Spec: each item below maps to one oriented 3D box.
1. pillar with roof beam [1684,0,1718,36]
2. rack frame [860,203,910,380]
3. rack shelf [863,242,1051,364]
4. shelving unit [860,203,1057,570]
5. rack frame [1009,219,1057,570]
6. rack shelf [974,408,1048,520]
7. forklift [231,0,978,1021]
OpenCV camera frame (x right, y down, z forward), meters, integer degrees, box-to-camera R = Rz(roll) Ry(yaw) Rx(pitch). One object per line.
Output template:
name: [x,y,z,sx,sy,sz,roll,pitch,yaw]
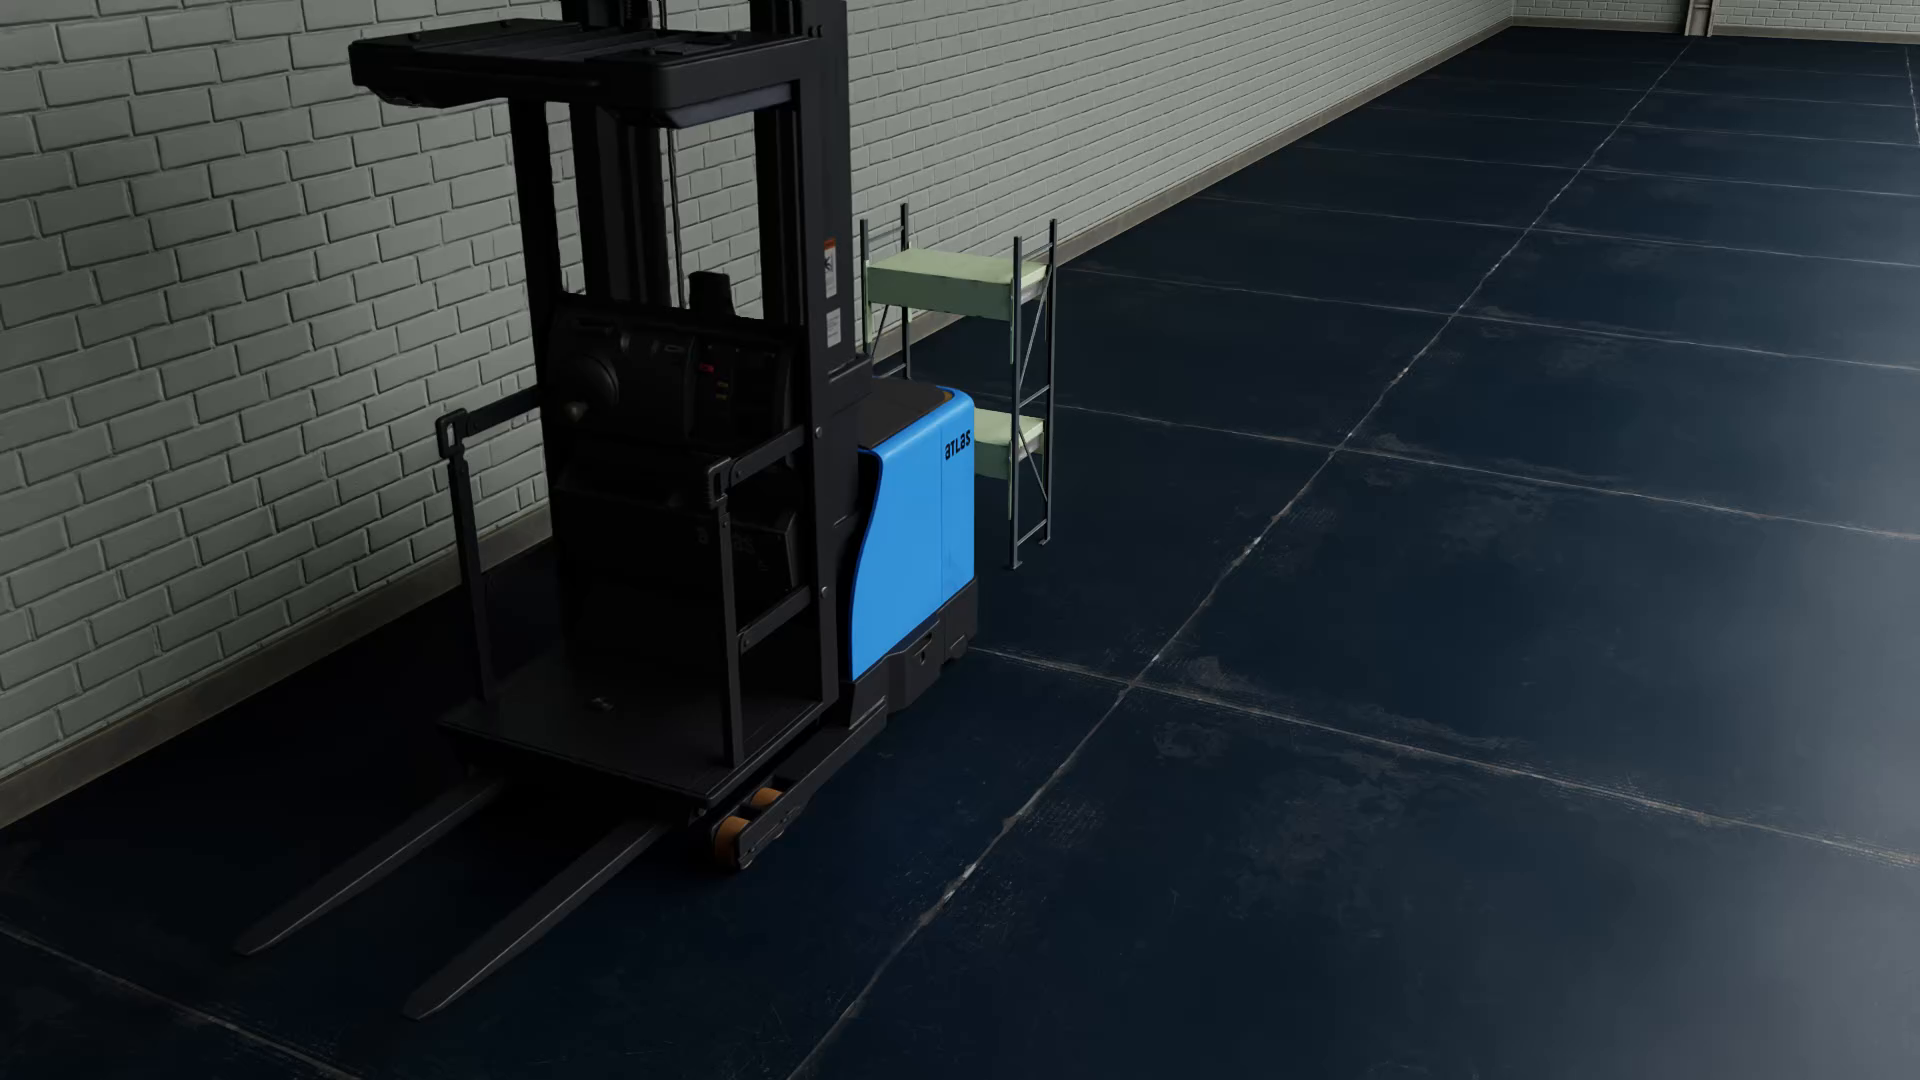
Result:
pillar with roof beam: [10.091,-10.875,21.823,0.400,9.000,9.100,11,25,25]
rack frame: [-0.333,-0.756,7.611,0.023,1.500,0.400,11,25,25]
rack shelf: [-0.006,-1.050,7.307,0.720,0.370,0.431,11,25,25]
shelving unit: [-0.006,-0.691,7.459,0.755,1.500,0.431,11,25,25]
rack frame: [0.321,-0.627,7.307,0.023,1.500,0.400,11,25,25]
rack shelf: [-0.006,-0.391,7.587,0.720,0.370,0.431,11,25,25]
forklift: [-1.032,-0.498,5.176,1.130,2.935,3.031,11,25,24]
